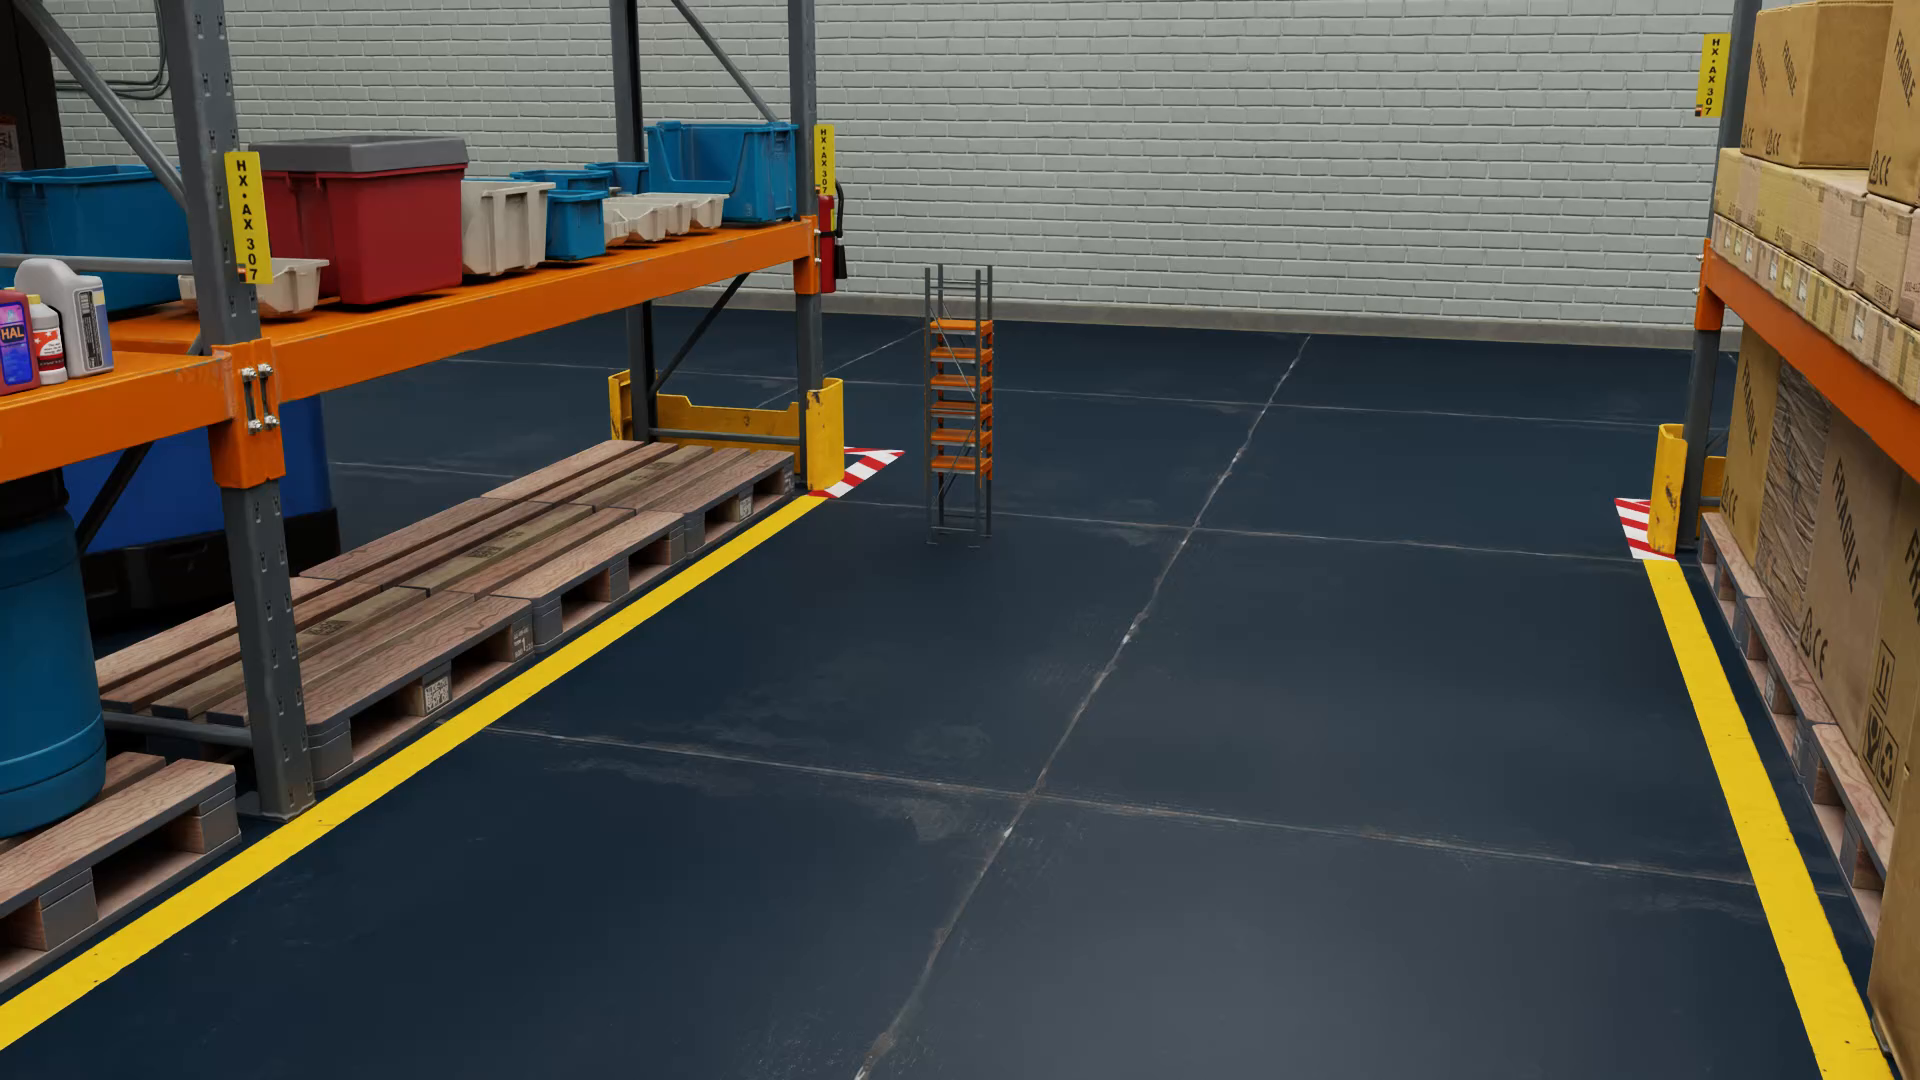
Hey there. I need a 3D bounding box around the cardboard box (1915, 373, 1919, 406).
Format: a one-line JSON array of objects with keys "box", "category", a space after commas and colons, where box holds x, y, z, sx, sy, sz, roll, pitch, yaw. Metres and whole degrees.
[{"box": [2.210, -0.317, 3.412, 0.380, 0.149, 0.250, 5, 17, 16], "category": "cardboard box"}]

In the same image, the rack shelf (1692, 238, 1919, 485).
[{"box": [3.006, -0.510, 4.950, 1.077, 0.370, 4.000, 5, 16, 16], "category": "rack shelf"}]

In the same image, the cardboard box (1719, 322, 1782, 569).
[{"box": [3.469, -0.386, 6.317, 0.875, 0.875, 0.875, 5, 16, 16], "category": "cardboard box"}]

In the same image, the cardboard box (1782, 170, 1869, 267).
[{"box": [2.748, -0.941, 4.881, 0.500, 0.250, 0.500, 4, 16, 15], "category": "cardboard box"}]

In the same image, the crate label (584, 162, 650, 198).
[{"box": [-1.560, -1.673, 7.928, 0.416, 0.233, 0.303, 5, 16, 16], "category": "crate label"}]

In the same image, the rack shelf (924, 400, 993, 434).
[{"box": [-0.004, -0.531, 7.164, 0.258, 0.103, 0.180, 5, 16, 16], "category": "rack shelf"}]

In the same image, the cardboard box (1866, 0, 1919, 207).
[{"box": [2.458, -1.037, 3.843, 0.500, 0.500, 0.500, 5, 17, 16], "category": "cardboard box"}]

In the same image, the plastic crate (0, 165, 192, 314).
[{"box": [-2.505, -0.887, 4.879, 0.392, 0.384, 0.575, 5, 16, 16], "category": "plastic crate"}]

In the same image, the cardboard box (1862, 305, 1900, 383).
[{"box": [2.356, -0.452, 3.886, 0.380, 0.149, 0.250, 4, 16, 15], "category": "cardboard box"}]

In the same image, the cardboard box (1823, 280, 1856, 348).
[{"box": [2.502, -0.587, 4.361, 0.380, 0.149, 0.250, 5, 17, 17], "category": "cardboard box"}]

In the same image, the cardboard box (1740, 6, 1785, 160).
[{"box": [3.037, -1.576, 5.744, 0.500, 0.500, 0.500, 4, 16, 15], "category": "cardboard box"}]

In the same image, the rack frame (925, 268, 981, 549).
[{"box": [-0.030, -0.550, 7.068, 0.240, 1.200, 0.006, 5, 16, 16], "category": "rack frame"}]

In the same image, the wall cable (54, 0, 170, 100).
[{"box": [-8.723, -5.376, 15.484, 3.097, 2.526, 0.112, 5, 16, 16], "category": "wall cable"}]

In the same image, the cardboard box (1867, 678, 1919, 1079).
[{"box": [2.275, 0.656, 2.644, 1.225, 0.875, 0.875, 5, 16, 16], "category": "cardboard box"}]

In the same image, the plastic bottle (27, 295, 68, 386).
[{"box": [-2.120, -0.461, 3.822, 0.097, 0.201, 0.097, 0, 16, 0], "category": "plastic bottle"}]

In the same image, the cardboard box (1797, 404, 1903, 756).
[{"box": [2.958, 0.085, 4.657, 0.875, 0.875, 0.875, 5, 16, 16], "category": "cardboard box"}]

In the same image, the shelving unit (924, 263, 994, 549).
[{"box": [-0.004, -0.573, 7.152, 0.258, 1.200, 0.189, 5, 16, 16], "category": "shelving unit"}]

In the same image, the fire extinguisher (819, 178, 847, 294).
[{"box": [-0.696, -1.551, 8.127, 0.296, 0.674, 0.183, 5, 16, 16], "category": "fire extinguisher"}]

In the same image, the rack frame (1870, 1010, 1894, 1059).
[{"box": [2.438, -0.333, 3.007, 1.000, 3.000, 0.127, 5, 16, 16], "category": "rack frame"}]

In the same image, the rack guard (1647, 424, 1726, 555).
[{"box": [3.581, -0.183, 7.060, 1.175, 0.500, 0.348, 5, 16, 16], "category": "rack guard"}]

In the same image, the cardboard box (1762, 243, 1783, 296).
[{"box": [2.794, -0.855, 5.307, 0.380, 0.149, 0.250, 4, 16, 15], "category": "cardboard box"}]

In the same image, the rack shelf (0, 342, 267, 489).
[{"box": [-2.879, 0.152, 2.614, 1.077, 0.370, 4.000, 5, 16, 16], "category": "rack shelf"}]

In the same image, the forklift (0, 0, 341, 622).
[{"box": [-3.914, -1.057, 5.684, 3.031, 2.935, 1.130, -15, 21, -41], "category": "forklift"}]

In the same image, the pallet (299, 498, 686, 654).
[{"box": [-1.794, 0.109, 6.559, 1.003, 0.211, 1.213, 5, 16, 16], "category": "pallet"}]

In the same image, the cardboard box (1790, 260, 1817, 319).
[{"box": [2.649, -0.720, 4.832, 0.380, 0.149, 0.250, 5, 17, 17], "category": "cardboard box"}]

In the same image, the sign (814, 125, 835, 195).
[{"box": [-0.642, -1.804, 7.893, 0.100, 0.325, 0.005, 5, 16, 16], "category": "sign"}]

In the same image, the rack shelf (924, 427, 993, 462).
[{"box": [-0.004, -0.415, 7.197, 0.258, 0.103, 0.180, 5, 16, 16], "category": "rack shelf"}]

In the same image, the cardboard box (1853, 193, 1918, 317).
[{"box": [2.456, -0.676, 3.944, 0.500, 0.250, 0.500, 5, 17, 18], "category": "cardboard box"}]

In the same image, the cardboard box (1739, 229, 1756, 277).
[{"box": [2.940, -0.989, 5.779, 0.380, 0.149, 0.250, 4, 16, 15], "category": "cardboard box"}]

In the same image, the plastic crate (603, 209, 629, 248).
[{"box": [-1.451, -1.210, 6.472, 0.298, 0.136, 0.250, 5, 16, 16], "category": "plastic crate"}]

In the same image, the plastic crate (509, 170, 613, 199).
[{"box": [-1.747, -1.501, 7.320, 0.416, 0.233, 0.300, 5, 16, 16], "category": "plastic crate"}]

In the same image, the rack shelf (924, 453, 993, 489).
[{"box": [-0.004, -0.300, 7.230, 0.258, 0.103, 0.180, 5, 16, 16], "category": "rack shelf"}]

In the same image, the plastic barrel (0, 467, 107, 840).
[{"box": [-2.482, 0.231, 4.093, 0.600, 0.901, 0.708, 5, 16, 16], "category": "plastic barrel"}]

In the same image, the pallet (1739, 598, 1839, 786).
[{"box": [3.074, 0.495, 5.196, 1.003, 0.211, 1.213, 5, 16, 16], "category": "pallet"}]

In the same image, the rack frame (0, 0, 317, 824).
[{"box": [-2.311, -0.717, 4.361, 1.000, 3.000, 0.127, 5, 16, 16], "category": "rack frame"}]

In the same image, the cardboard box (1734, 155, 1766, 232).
[{"box": [3.038, -1.209, 5.826, 0.500, 0.250, 0.500, 4, 16, 15], "category": "cardboard box"}]

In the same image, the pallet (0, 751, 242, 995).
[{"box": [-2.570, 0.823, 4.041, 1.003, 0.211, 1.213, 5, 16, 16], "category": "pallet"}]

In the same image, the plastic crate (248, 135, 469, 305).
[{"box": [-1.817, -0.991, 5.099, 0.402, 0.464, 0.583, 5, 16, 16], "category": "plastic crate"}]

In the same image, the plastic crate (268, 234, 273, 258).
[{"box": [-2.250, -0.927, 5.496, 0.437, 0.125, 0.590, 5, 16, 16], "category": "plastic crate"}]

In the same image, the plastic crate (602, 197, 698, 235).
[{"box": [-1.329, -1.364, 7.013, 0.396, 0.136, 0.243, 5, 16, 16], "category": "plastic crate"}]

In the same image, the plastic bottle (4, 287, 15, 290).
[{"box": [-2.238, -0.498, 3.953, 0.097, 0.201, 0.097, 0, 16, 0], "category": "plastic bottle"}]

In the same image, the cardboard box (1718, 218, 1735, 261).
[{"box": [3.086, -1.124, 6.256, 0.380, 0.149, 0.250, 4, 16, 15], "category": "cardboard box"}]
